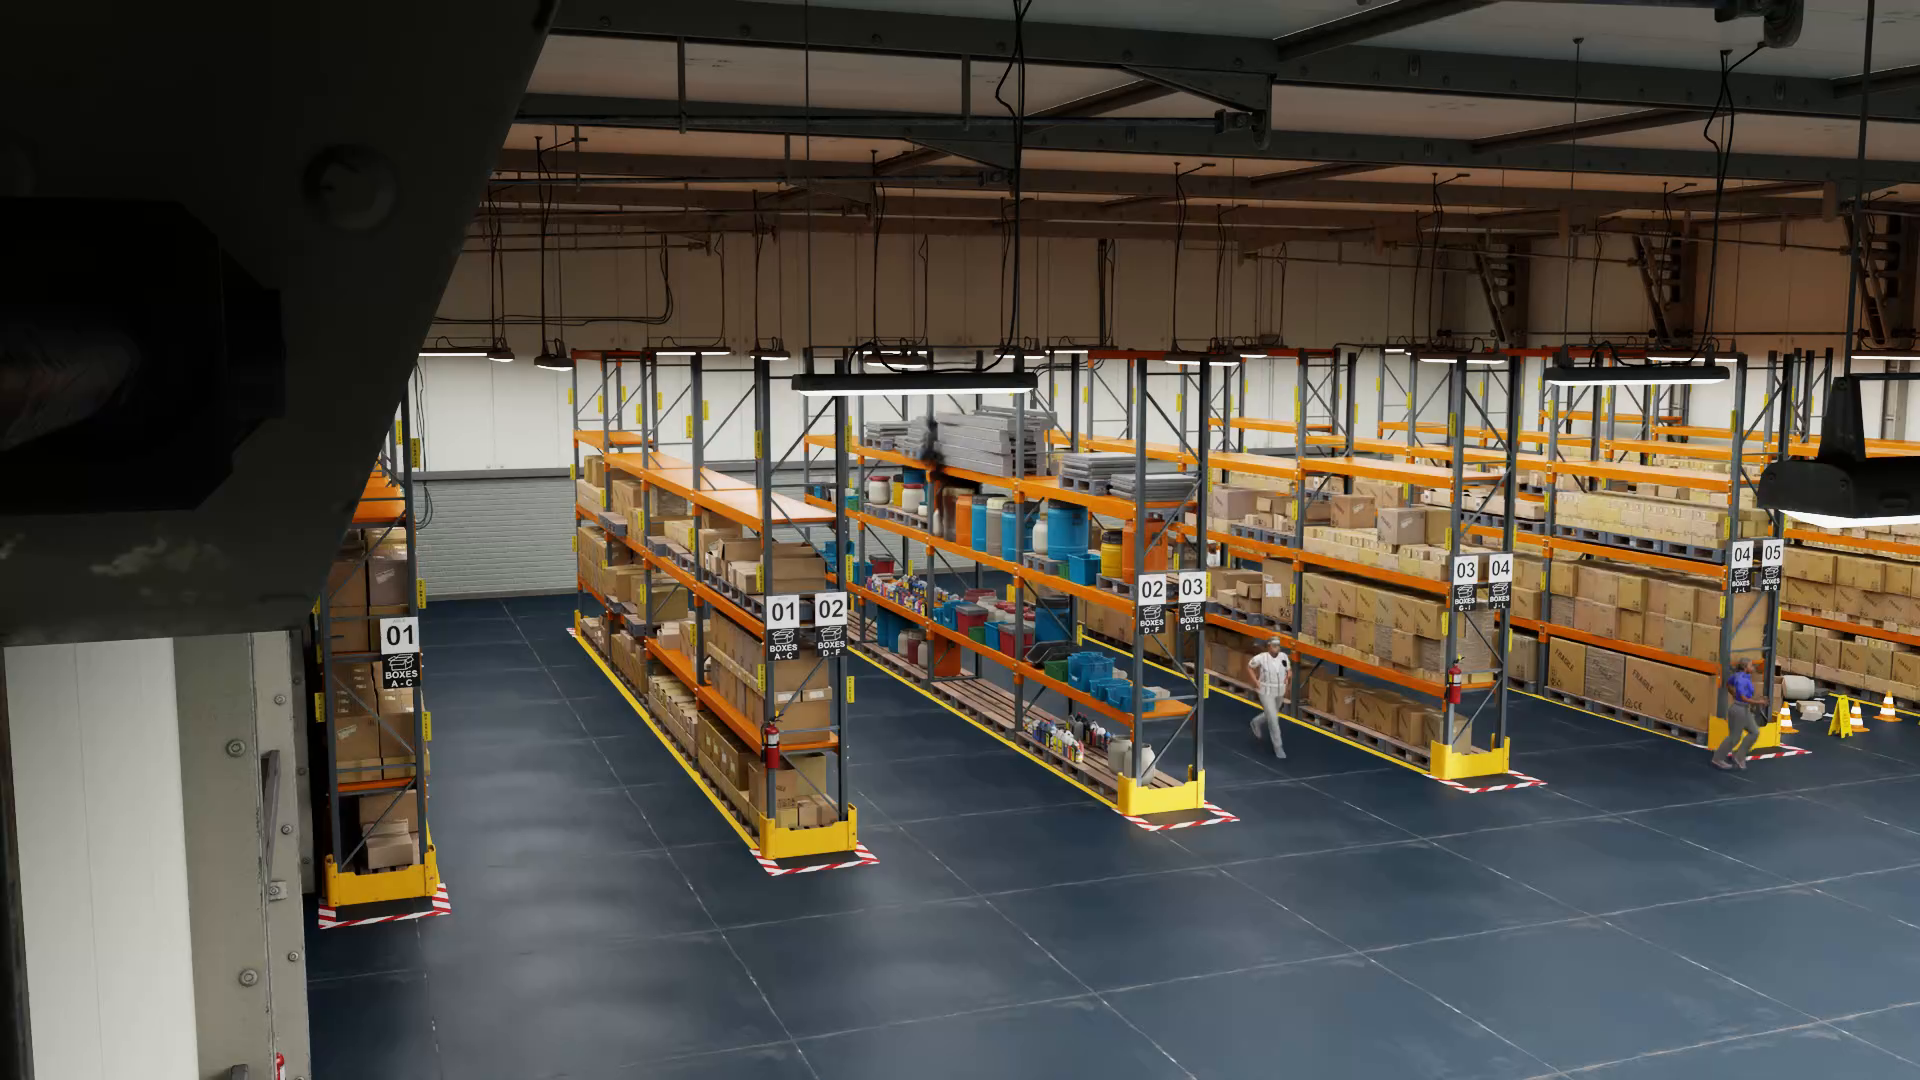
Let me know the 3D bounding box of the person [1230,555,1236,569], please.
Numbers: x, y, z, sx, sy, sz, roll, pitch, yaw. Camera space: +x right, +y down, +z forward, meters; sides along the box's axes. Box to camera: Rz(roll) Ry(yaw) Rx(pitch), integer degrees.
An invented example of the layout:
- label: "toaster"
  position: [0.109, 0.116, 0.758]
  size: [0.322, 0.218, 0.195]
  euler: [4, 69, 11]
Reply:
- label: "person"
  position: [6.766, 0.358, 41.781]
  size: [0.819, 1.608, 0.658]
  euler: [3, 8, 25]

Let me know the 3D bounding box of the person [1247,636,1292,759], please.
- label: "person"
  position: [4.737, 2.328, 25.274]
  size: [0.626, 1.816, 1.120]
  euler: [-4, 8, -26]

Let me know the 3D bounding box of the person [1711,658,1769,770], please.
- label: "person"
  position: [11.339, 2.543, 24.137]
  size: [0.718, 1.711, 0.593]
  euler: [4, 8, 29]

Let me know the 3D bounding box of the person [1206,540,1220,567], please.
- label: "person"
  position: [5.607, 0.834, 37.178]
  size: [0.708, 1.759, 0.787]
  euler: [-2, 7, -18]
